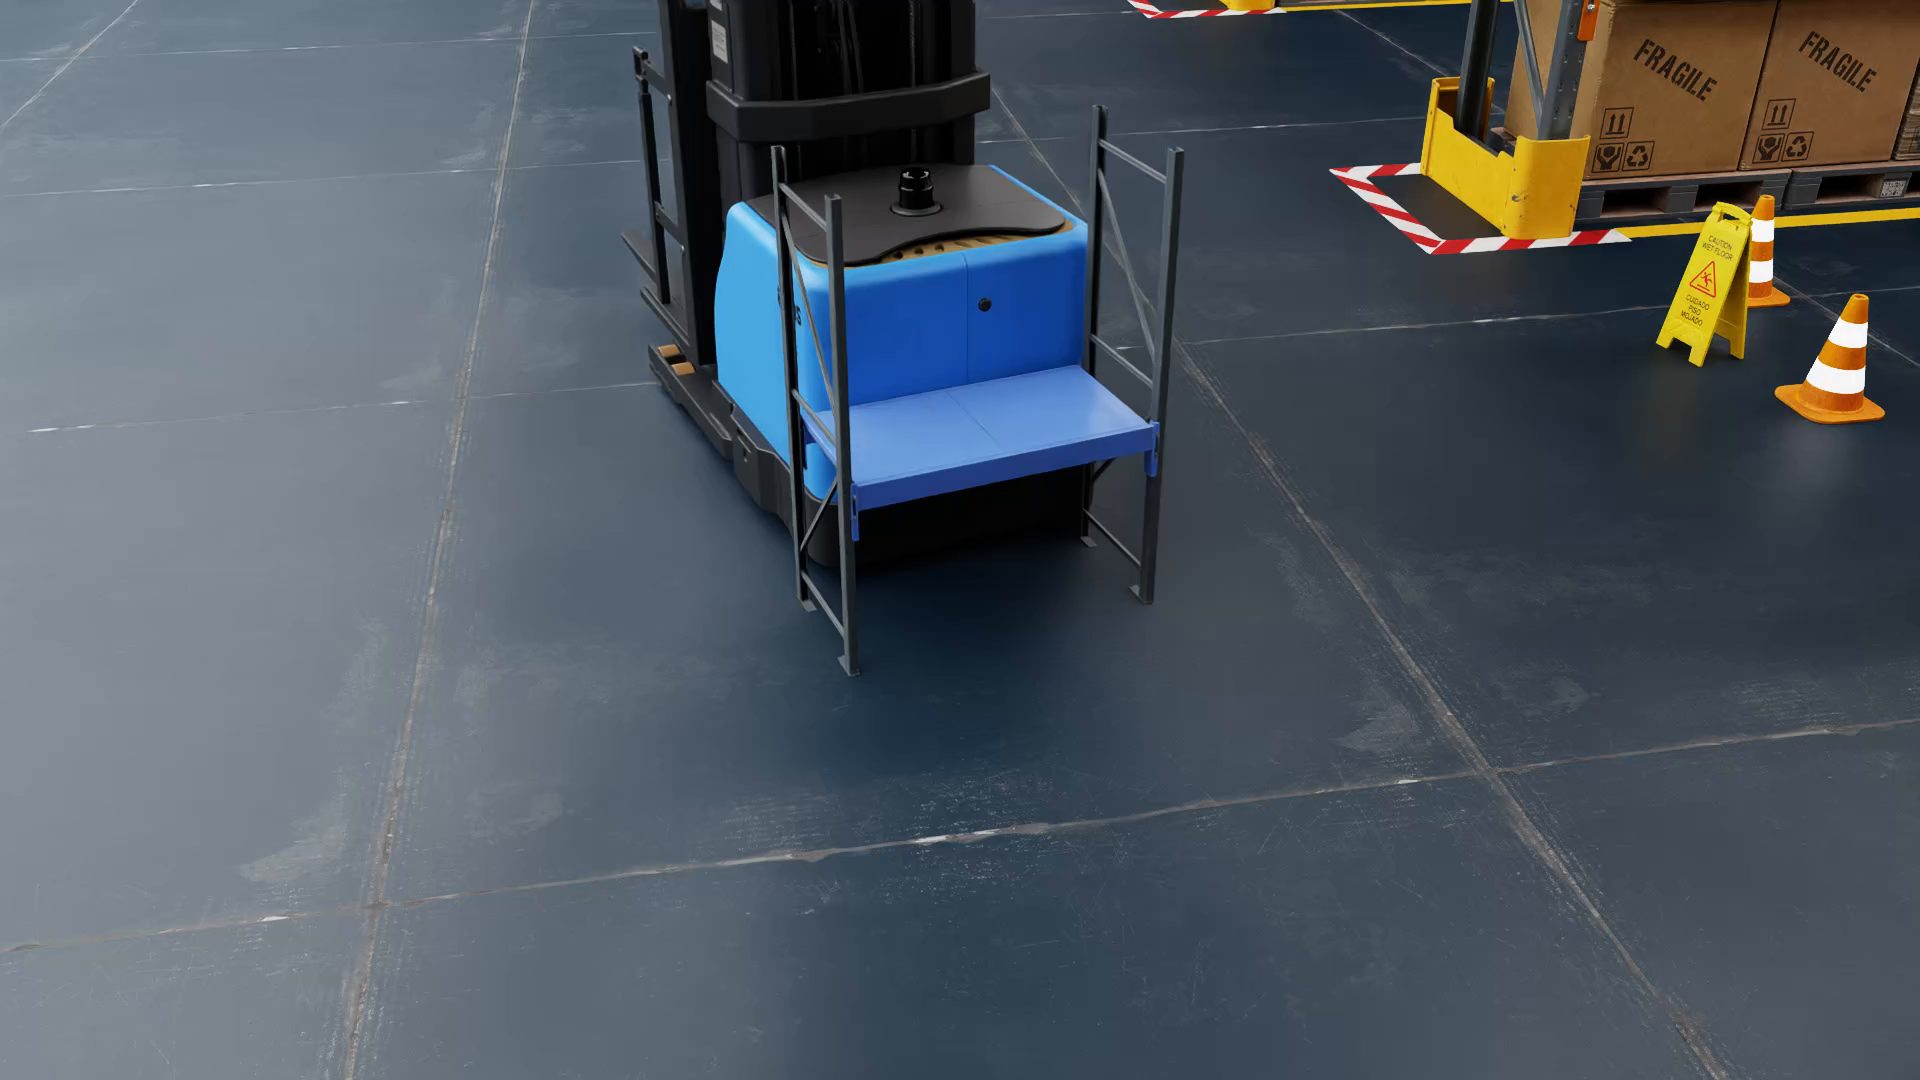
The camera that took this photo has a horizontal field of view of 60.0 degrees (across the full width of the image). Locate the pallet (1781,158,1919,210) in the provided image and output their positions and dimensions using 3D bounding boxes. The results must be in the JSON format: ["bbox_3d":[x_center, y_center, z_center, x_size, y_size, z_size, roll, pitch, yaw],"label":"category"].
[{"bbox_3d":[4.809,-2.111,9.131,1.213,0.211,1.003,-5,31,-9],"label":"pallet"}]

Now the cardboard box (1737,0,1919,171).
[{"bbox_3d":[4.360,-2.532,8.779,0.875,0.875,0.875,-6,31,-10],"label":"cardboard box"}]

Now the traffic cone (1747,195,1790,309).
[{"bbox_3d":[3.617,-1.338,7.569,0.334,0.463,0.336,-5,31,-9],"label":"traffic cone"}]

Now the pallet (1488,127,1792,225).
[{"bbox_3d":[3.612,-2.001,8.945,1.213,0.211,1.003,-5,31,-9],"label":"pallet"}]

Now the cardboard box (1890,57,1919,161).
[{"bbox_3d":[5.257,-2.615,8.919,0.875,0.875,0.875,-5,31,-9],"label":"cardboard box"}]

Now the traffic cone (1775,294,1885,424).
[{"bbox_3d":[3.487,-0.744,6.558,0.334,0.463,0.336,-5,31,-9],"label":"traffic cone"}]

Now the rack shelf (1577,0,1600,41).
[{"bbox_3d":[4.807,-2.963,8.540,4.000,0.370,1.077,-5,31,-9],"label":"rack shelf"}]

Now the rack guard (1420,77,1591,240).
[{"bbox_3d":[2.816,-2.011,8.677,0.348,0.500,1.175,-5,31,-9],"label":"rack guard"}]

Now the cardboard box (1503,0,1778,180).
[{"bbox_3d":[3.494,-2.451,8.641,0.875,0.875,0.875,-5,31,-9],"label":"cardboard box"}]

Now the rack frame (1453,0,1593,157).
[{"bbox_3d":[2.839,-3.091,8.047,0.127,3.000,1.000,-5,31,-9],"label":"rack frame"}]

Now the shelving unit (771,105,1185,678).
[{"bbox_3d":[0.048,-0.450,5.035,1.048,1.500,0.538,-12,33,-20],"label":"shelving unit"}]

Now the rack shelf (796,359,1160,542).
[{"bbox_3d":[0.048,-0.295,5.126,1.000,0.185,0.538,-12,33,-20],"label":"rack shelf"}]

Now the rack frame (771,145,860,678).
[{"bbox_3d":[-0.418,-0.347,4.860,0.032,1.500,0.500,-12,33,-20],"label":"rack frame"}]

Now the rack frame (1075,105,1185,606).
[{"bbox_3d":[0.514,-0.553,5.210,0.032,1.500,0.500,-12,33,-20],"label":"rack frame"}]

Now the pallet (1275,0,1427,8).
[{"bbox_3d":[2.926,-4.435,13.084,1.213,0.211,1.003,-5,31,-9],"label":"pallet"}]

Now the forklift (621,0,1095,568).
[{"bbox_3d":[-0.624,-1.897,6.085,1.130,2.935,3.031,-14,33,-22],"label":"forklift"}]

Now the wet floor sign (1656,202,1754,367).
[{"bbox_3d":[3.167,-1.086,6.961,0.232,0.644,0.267,-11,32,-17],"label":"wet floor sign"}]

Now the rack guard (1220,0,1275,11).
[{"bbox_3d":[2.120,-4.503,12.914,0.348,0.500,1.175,-5,31,-9],"label":"rack guard"}]
